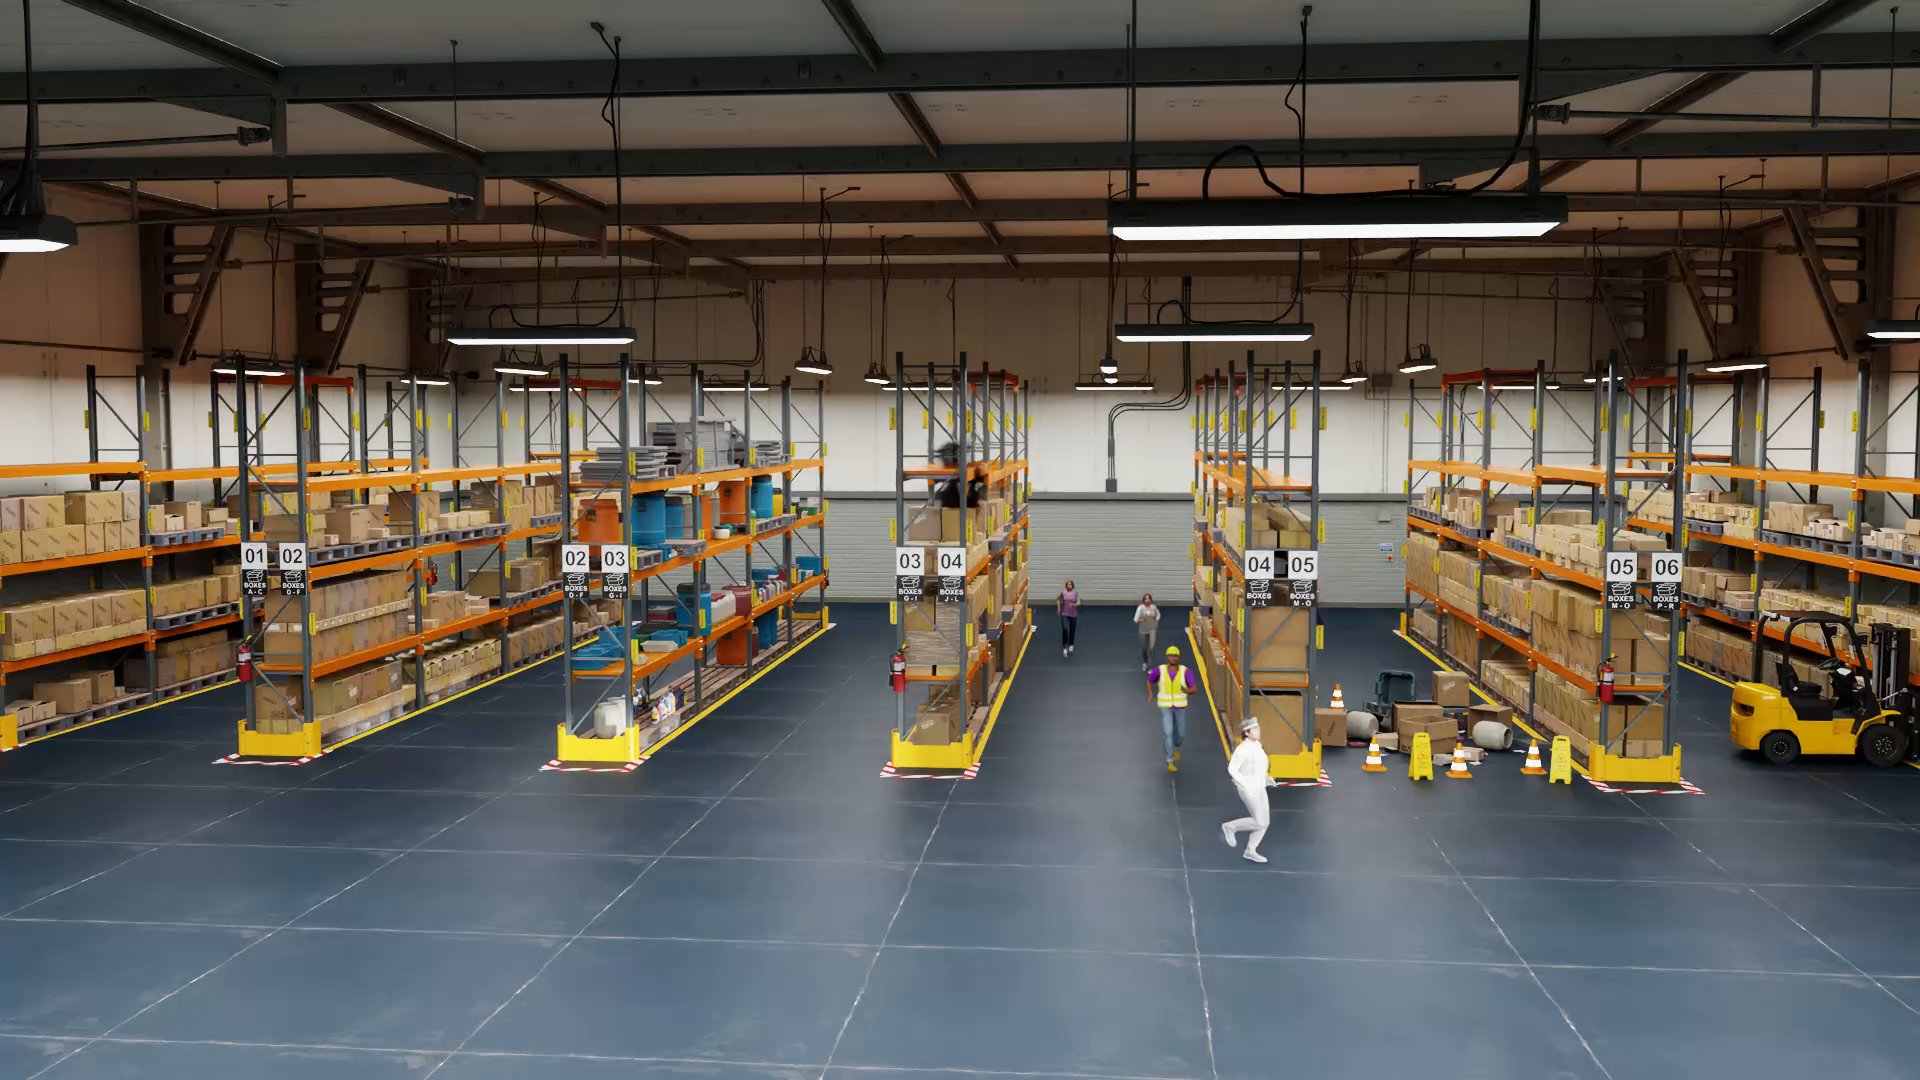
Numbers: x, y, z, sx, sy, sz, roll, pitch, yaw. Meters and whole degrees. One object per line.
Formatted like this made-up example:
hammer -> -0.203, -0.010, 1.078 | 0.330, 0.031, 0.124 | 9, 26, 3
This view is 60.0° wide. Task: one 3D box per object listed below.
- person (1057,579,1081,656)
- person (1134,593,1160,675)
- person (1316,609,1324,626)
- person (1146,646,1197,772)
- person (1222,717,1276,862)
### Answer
person -> 2.336, 1.665, 35.722 | 0.504, 1.644, 0.711 | 0, 4, 1
person -> 3.695, 1.854, 32.829 | 0.531, 1.621, 0.805 | 0, 4, 2
person -> 8.415, 1.328, 40.497 | 0.867, 1.589, 0.594 | 0, 4, -3
person -> 3.061, 2.409, 23.972 | 0.707, 1.744, 0.941 | 0, 4, 1
person -> 3.304, 2.831, 18.997 | 0.555, 1.651, 0.615 | 3, 5, 38
